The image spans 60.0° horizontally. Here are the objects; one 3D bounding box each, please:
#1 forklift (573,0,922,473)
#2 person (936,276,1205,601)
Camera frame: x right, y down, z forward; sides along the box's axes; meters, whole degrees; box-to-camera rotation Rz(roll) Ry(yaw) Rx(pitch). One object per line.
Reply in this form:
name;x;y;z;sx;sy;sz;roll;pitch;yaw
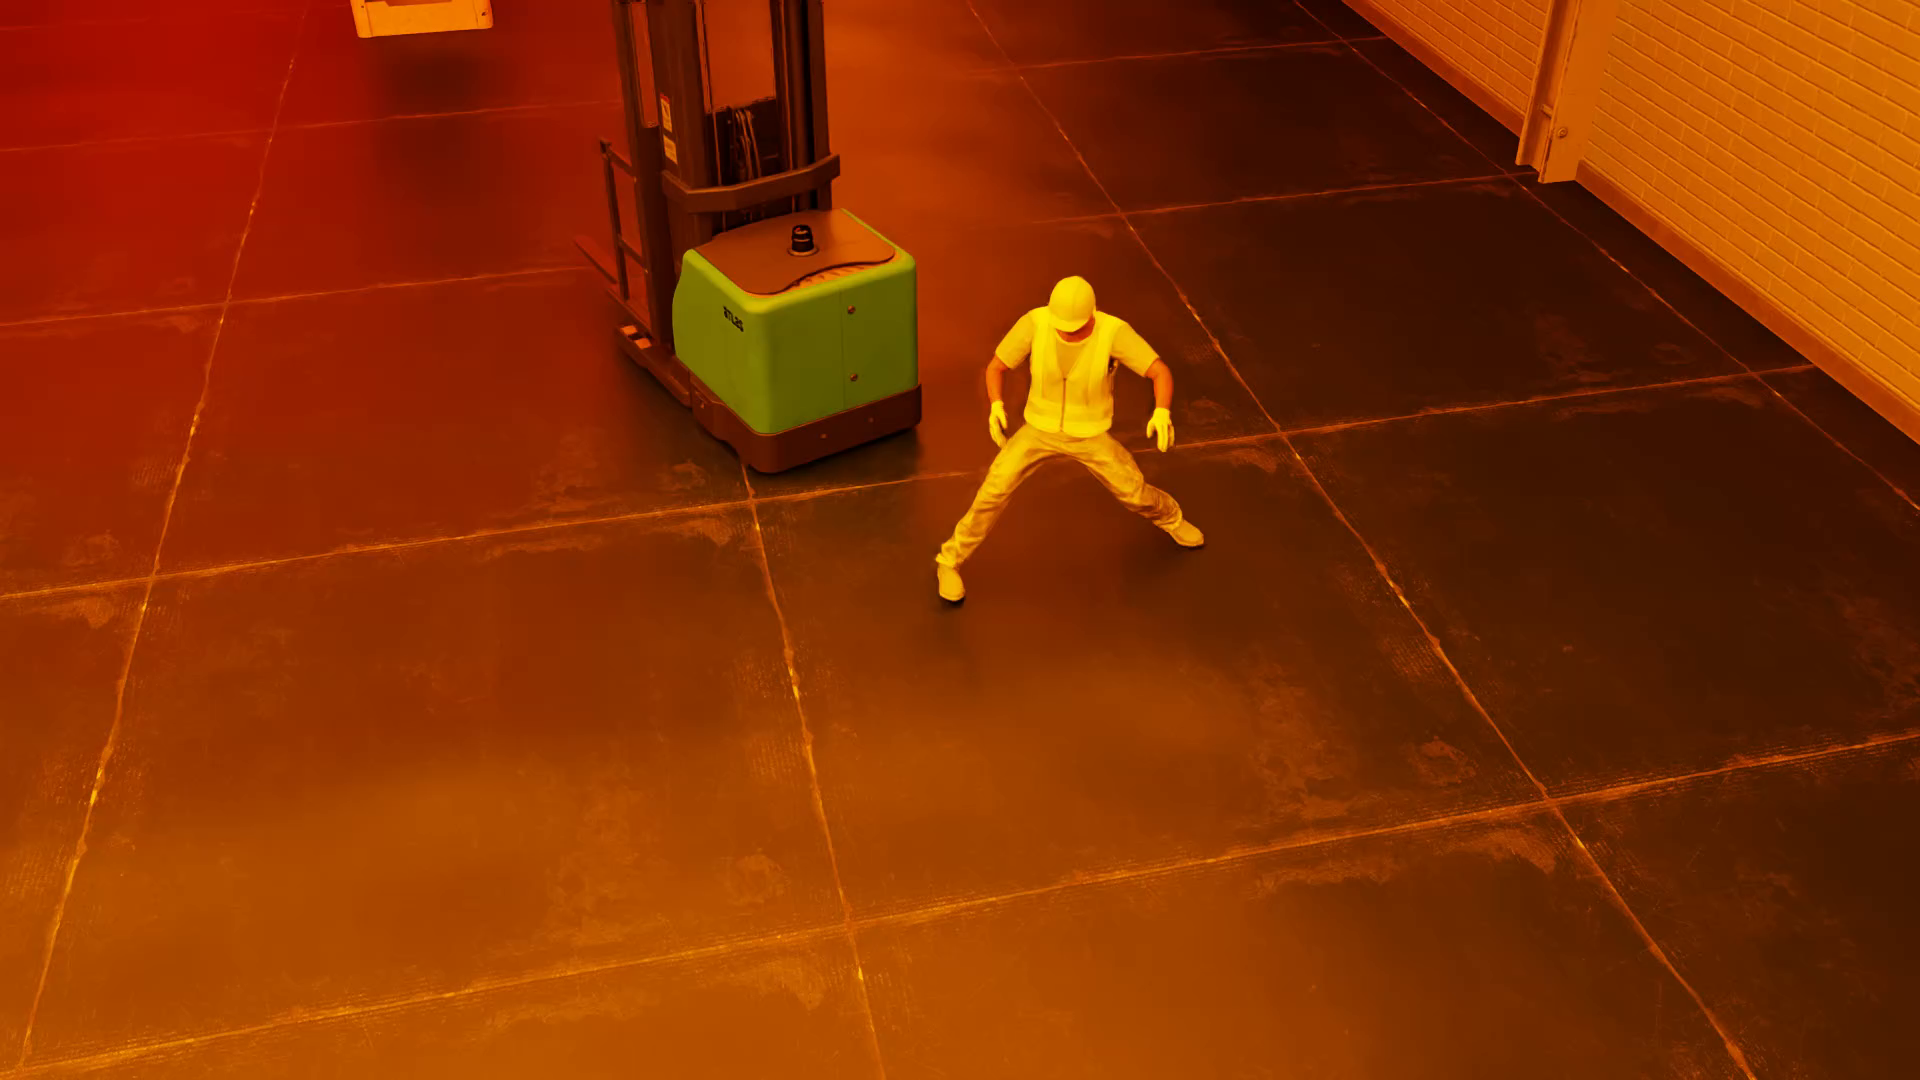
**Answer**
forklift;-1.443;-2.373;9.348;1.130;2.935;3.031;-21;41;-26
person;0.555;-0.508;7.915;1.274;1.573;0.948;8;37;11
